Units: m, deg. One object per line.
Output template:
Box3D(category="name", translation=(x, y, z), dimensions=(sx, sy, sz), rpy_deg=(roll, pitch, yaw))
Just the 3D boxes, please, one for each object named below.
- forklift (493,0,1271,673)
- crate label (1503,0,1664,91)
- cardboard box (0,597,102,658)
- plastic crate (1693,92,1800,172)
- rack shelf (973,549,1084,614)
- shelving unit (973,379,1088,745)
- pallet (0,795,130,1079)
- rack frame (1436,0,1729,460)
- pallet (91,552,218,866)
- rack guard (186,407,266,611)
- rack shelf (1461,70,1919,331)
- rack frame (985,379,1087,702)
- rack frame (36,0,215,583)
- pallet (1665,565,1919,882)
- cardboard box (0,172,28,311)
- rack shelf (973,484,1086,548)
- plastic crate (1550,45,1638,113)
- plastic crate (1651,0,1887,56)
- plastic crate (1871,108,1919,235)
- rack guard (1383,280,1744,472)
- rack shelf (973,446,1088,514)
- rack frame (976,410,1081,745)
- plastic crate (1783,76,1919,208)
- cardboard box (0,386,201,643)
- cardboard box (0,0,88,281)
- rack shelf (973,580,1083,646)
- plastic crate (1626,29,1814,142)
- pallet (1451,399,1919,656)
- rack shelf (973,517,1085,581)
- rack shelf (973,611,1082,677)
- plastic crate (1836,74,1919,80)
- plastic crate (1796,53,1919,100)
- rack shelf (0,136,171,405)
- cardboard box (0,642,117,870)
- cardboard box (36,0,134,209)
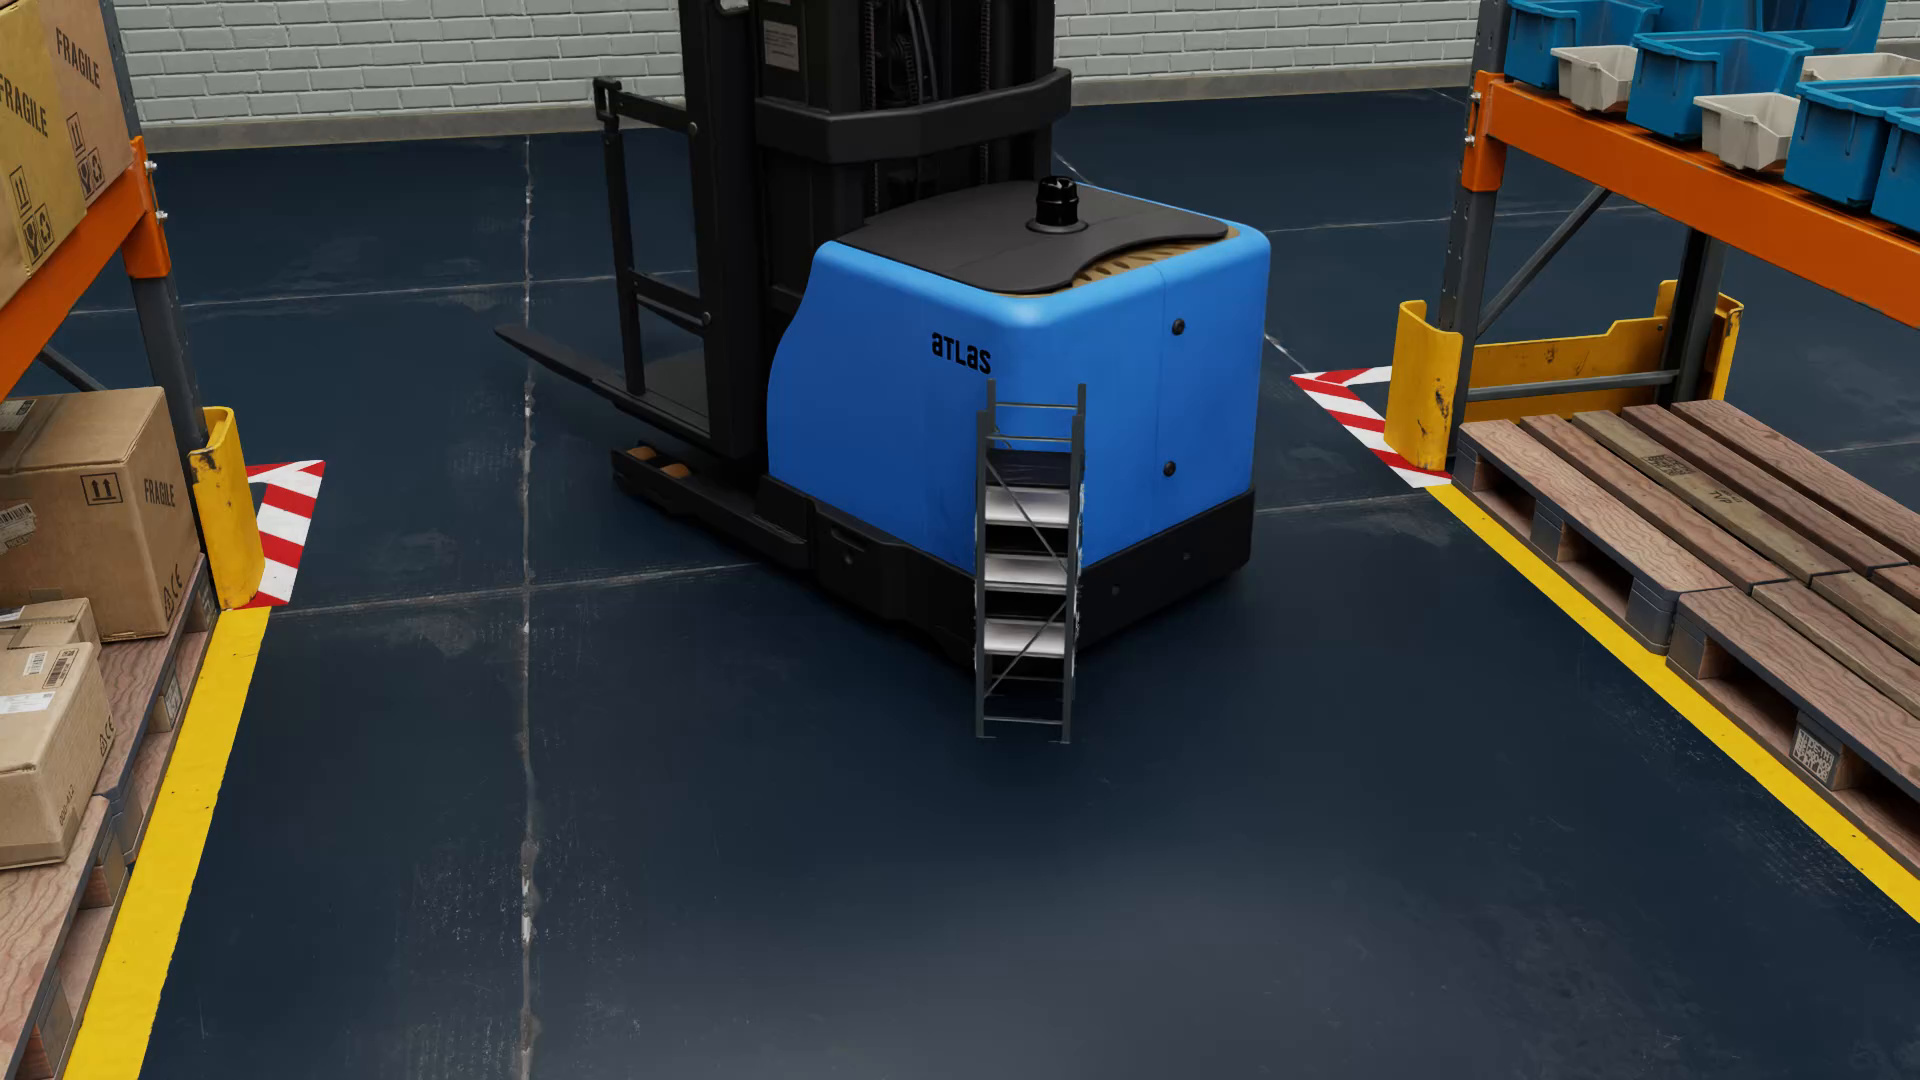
Box3D(category="forklift", translation=(-0.508, -1.531, 5.030), dimensions=(1.130, 2.935, 3.031), rpy_deg=(-23, 35, -38))
Box3D(category="crate label", translation=(1.866, -1.504, 5.020), dimensions=(0.416, 0.233, 0.303), rpy_deg=(-6, 27, -12))
Box3D(category="cardboard box", translation=(-2.329, 0.277, 4.029), dimensions=(0.380, 0.166, 0.250), rpy_deg=(-6, 27, -12))
Box3D(category="plastic crate", translation=(2.011, -1.014, 4.156), dimensions=(0.250, 0.136, 0.298), rpy_deg=(-6, 27, -12))
Box3D(category="rack shelf", translation=(0.172, 0.094, 4.138), dimensions=(0.258, 0.077, 0.200), rpy_deg=(3, 27, 7))
Box3D(category="shelving unit", translation=(0.172, 0.065, 4.123), dimensions=(0.258, 0.900, 0.210), rpy_deg=(3, 27, 7))
Box3D(category="pallet", translation=(-2.226, 0.970, 3.094), dimensions=(1.003, 0.211, 1.213), rpy_deg=(-6, 27, -12))
Box3D(category="rack frame", translation=(2.132, -1.694, 5.277), dimensions=(1.000, 3.000, 0.127), rpy_deg=(-6, 27, -12))
Box3D(category="pallet", translation=(-2.498, 0.436, 4.153), dimensions=(1.003, 0.211, 1.213), rpy_deg=(-6, 27, -12))
Box3D(category="rack guard", translation=(-2.678, -0.043, 4.781), dimensions=(1.175, 0.500, 0.348), rpy_deg=(-6, 27, -12))
Box3D(category="rack shelf", translation=(2.582, -0.495, 3.699), dimensions=(1.077, 0.370, 4.000), rpy_deg=(-6, 27, -12))
Box3D(category="rack frame", translation=(0.186, 0.019, 4.213), dimensions=(0.240, 0.900, 0.006), rpy_deg=(3, 27, 7))
Box3D(category="rack frame", translation=(-2.695, -1.192, 4.283), dimensions=(1.000, 3.000, 0.127), rpy_deg=(-6, 27, -12))
Box3D(category="pallet", translation=(2.551, 0.452, 4.121), dimensions=(1.003, 0.211, 1.213), rpy_deg=(-6, 27, -12))
Box3D(category="cardboard box", translation=(-2.102, -0.621, 3.041), dimensions=(0.500, 0.500, 0.500), rpy_deg=(-6, 27, -11))
Box3D(category="rack shelf", translation=(0.172, -0.066, 4.057), dimensions=(0.258, 0.077, 0.200), rpy_deg=(3, 27, 7))
Box3D(category="plastic crate", translation=(1.858, -1.312, 4.746), dimensions=(0.250, 0.136, 0.298), rpy_deg=(-6, 27, -12))
Box3D(category="plastic crate", translation=(2.389, -1.608, 5.002), dimensions=(0.616, 0.435, 0.499), rpy_deg=(-6, 27, -12))
Box3D(category="plastic crate", translation=(2.231, -0.794, 3.614), dimensions=(0.416, 0.233, 0.300), rpy_deg=(-6, 27, -12))
Box3D(category="rack guard", translation=(2.113, -0.587, 5.858), dimensions=(1.175, 0.500, 0.348), rpy_deg=(-6, 27, -12))
Box3D(category="rack shelf", translation=(0.172, -0.147, 4.017), dimensions=(0.258, 0.077, 0.200), rpy_deg=(3, 27, 7))
Box3D(category="rack frame", translation=(0.159, 0.110, 4.033), dimensions=(0.240, 0.900, 0.006), rpy_deg=(3, 27, 7))
Box3D(category="plastic crate", translation=(2.163, -0.926, 3.875), dimensions=(0.416, 0.233, 0.300), rpy_deg=(-6, 27, -12))
Box3D(category="cardboard box", translation=(-2.333, -0.059, 4.324), dimensions=(0.500, 0.500, 0.500), rpy_deg=(-6, 27, -12))
Box3D(category="cardboard box", translation=(-2.209, -0.841, 3.476), dimensions=(0.500, 0.500, 0.500), rpy_deg=(-6, 27, -11))
Box3D(category="rack shelf", translation=(0.172, 0.175, 4.179), dimensions=(0.258, 0.077, 0.200), rpy_deg=(3, 27, 7))
Box3D(category="plastic crate", translation=(2.015, -1.215, 4.447), dimensions=(0.416, 0.233, 0.300), rpy_deg=(-6, 27, -12))
Box3D(category="pallet", translation=(2.280, -0.083, 5.180), dimensions=(1.003, 0.211, 1.213), rpy_deg=(-6, 27, -12))
Box3D(category="rack shelf", translation=(0.172, 0.014, 4.098), dimensions=(0.258, 0.077, 0.200), rpy_deg=(3, 27, 7))
Box3D(category="rack shelf", translation=(0.172, 0.255, 4.220), dimensions=(0.258, 0.077, 0.200), rpy_deg=(3, 27, 7))
Box3D(category="plastic crate", translation=(2.543, -1.134, 4.395), dimensions=(0.396, 0.136, 0.243), rpy_deg=(-6, 27, -12))
Box3D(category="plastic crate", translation=(2.492, -1.263, 4.650), dimensions=(0.396, 0.136, 0.243), rpy_deg=(-6, 27, -12))
Box3D(category="rack shelf", translation=(-2.245, 0.007, 2.706), dimensions=(1.077, 0.370, 4.000), rpy_deg=(-6, 27, -12))
Box3D(category="cardboard box", translation=(-2.148, 0.472, 3.548), dimensions=(0.500, 0.250, 0.500), rpy_deg=(-6, 27, -12))
Box3D(category="cardboard box", translation=(-2.329, -1.068, 3.926), dimensions=(0.500, 0.500, 0.500), rpy_deg=(-5, 27, -10))
